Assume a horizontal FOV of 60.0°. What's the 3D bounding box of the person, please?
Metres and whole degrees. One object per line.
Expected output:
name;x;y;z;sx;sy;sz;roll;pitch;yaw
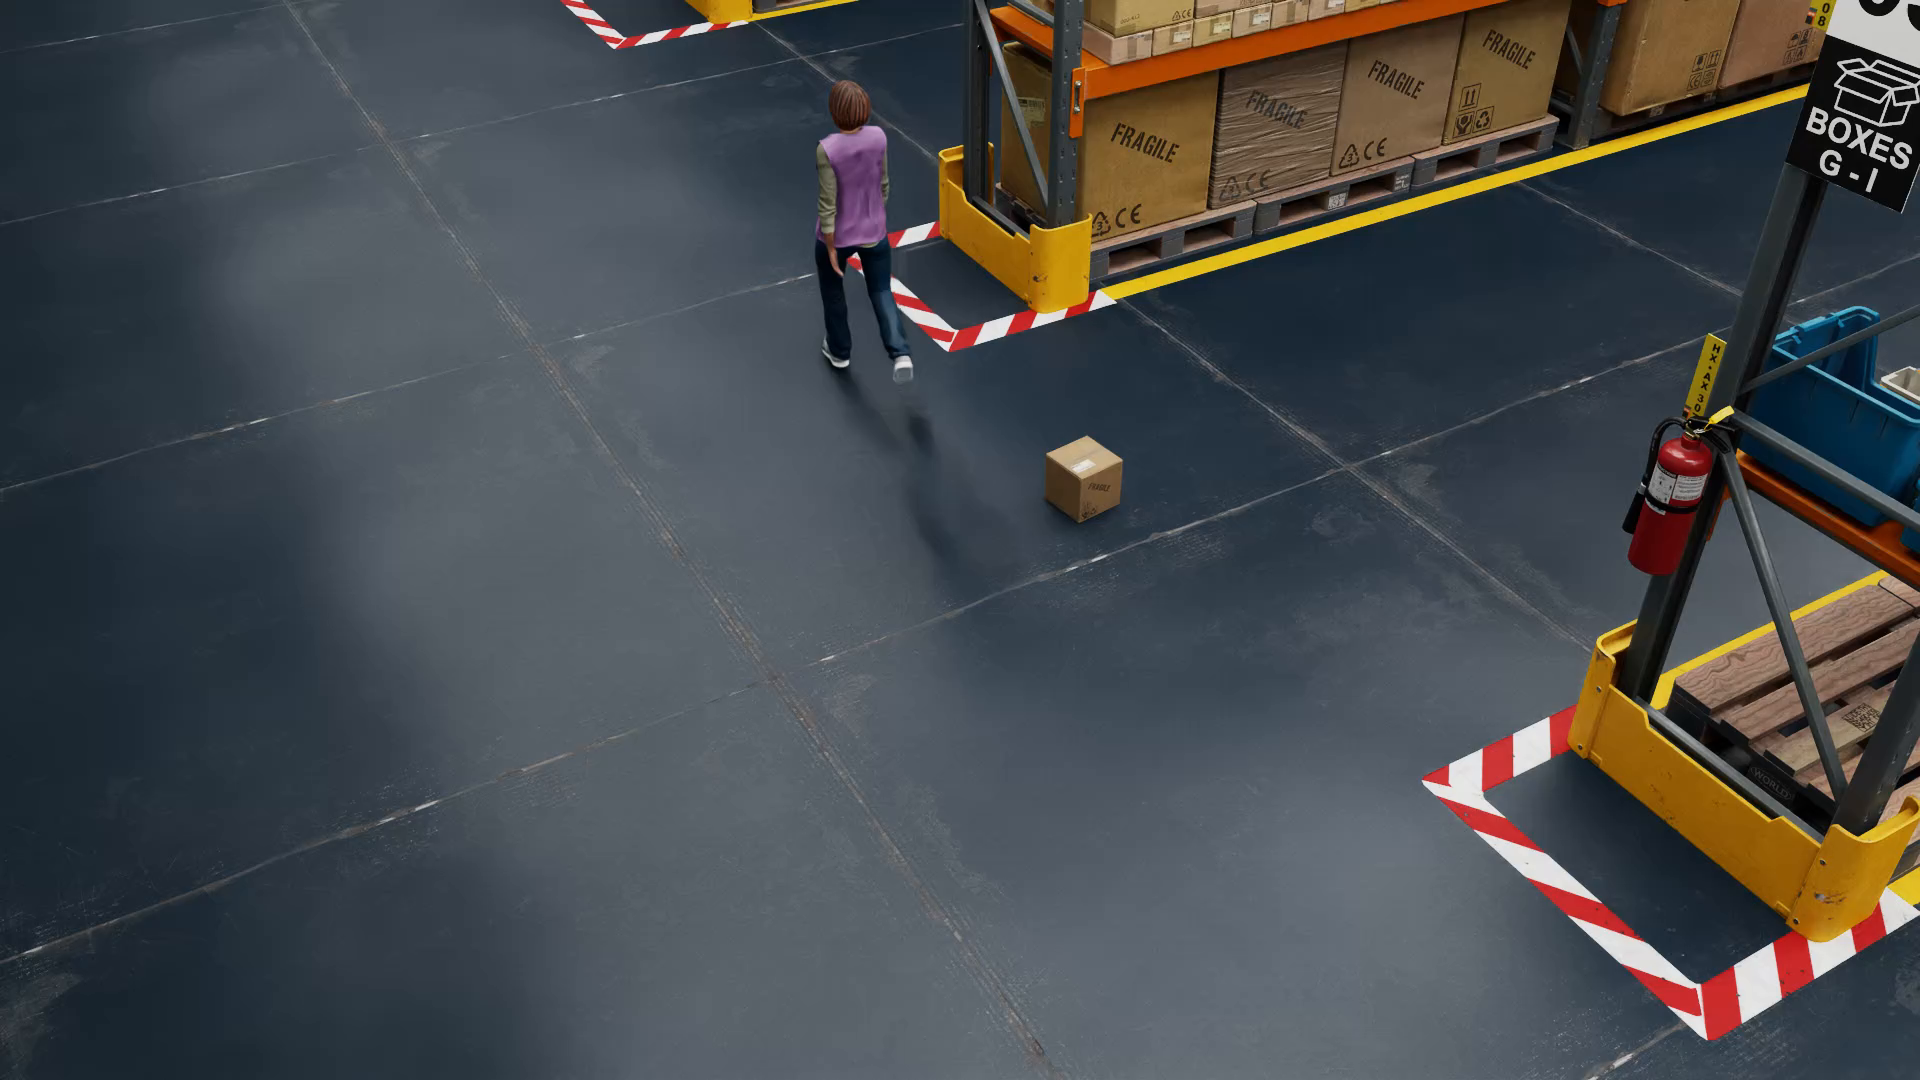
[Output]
person;-0.497;-1.454;8.043;0.393;1.568;0.774;-14;39;-17
